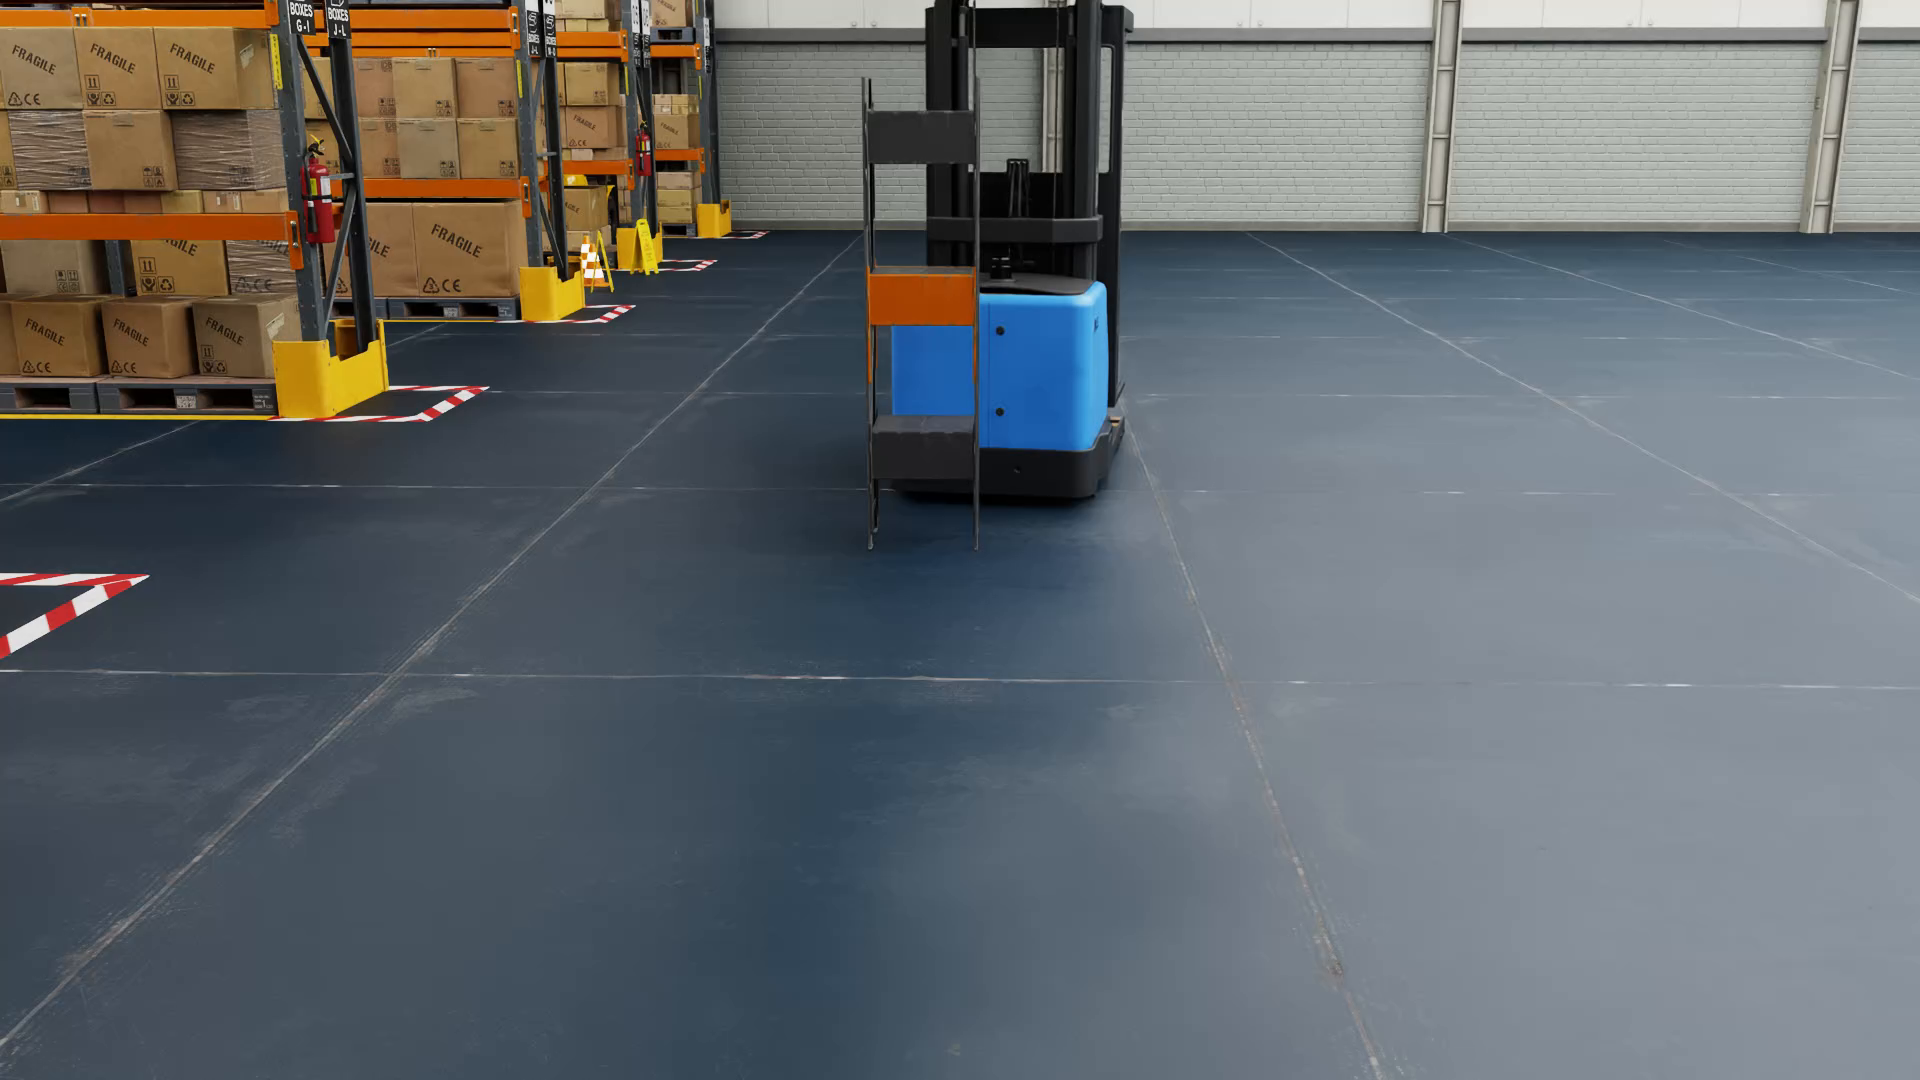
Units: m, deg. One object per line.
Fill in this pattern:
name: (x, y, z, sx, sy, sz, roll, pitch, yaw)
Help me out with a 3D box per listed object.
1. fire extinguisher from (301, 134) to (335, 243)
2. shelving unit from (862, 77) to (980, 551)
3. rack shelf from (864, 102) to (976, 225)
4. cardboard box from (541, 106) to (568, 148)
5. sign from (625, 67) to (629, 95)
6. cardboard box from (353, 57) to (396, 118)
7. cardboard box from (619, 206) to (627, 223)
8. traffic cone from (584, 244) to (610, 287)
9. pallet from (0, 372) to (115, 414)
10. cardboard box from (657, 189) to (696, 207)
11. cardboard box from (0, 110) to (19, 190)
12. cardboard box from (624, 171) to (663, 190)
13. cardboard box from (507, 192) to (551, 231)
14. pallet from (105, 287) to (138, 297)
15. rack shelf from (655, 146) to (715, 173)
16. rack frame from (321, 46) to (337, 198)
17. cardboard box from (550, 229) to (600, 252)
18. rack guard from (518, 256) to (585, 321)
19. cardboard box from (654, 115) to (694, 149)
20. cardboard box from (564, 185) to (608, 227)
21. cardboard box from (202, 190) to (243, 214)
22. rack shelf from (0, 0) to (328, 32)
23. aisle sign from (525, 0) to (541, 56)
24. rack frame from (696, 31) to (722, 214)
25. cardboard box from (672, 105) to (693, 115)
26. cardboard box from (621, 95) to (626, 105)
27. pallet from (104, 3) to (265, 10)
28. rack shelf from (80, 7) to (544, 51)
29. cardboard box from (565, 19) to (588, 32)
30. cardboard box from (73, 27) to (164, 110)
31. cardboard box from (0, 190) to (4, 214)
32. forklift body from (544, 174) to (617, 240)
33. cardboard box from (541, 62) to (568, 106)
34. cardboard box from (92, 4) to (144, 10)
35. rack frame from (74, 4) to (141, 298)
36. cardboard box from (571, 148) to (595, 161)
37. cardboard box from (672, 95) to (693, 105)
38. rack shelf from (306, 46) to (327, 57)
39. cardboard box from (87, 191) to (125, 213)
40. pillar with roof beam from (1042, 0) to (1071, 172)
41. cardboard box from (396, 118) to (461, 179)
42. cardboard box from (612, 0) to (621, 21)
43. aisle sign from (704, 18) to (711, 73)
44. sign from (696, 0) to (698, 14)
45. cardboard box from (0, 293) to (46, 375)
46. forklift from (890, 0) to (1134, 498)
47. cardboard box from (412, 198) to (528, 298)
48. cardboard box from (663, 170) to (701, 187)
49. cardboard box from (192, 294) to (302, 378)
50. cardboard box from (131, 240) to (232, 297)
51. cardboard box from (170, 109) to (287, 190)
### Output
fire extinguisher: (-4.100, -2.237, 10.592, 0.183, 0.674, 0.296, 0, 15, 1)
shelving unit: (-0.165, -1.016, 7.576, 0.503, 2.100, 0.431, 0, 15, 1)
rack shelf: (-0.165, -1.680, 7.401, 0.480, 0.518, 0.431, 0, 15, 1)
cardboard box: (-5.000, -5.050, 20.323, 0.500, 0.500, 0.500, 0, 15, 2)
sign: (-3.984, -5.492, 19.885, 0.005, 0.325, 0.100, 0, 15, 1)
cardboard box: (-5.454, -4.283, 15.782, 0.550, 0.550, 0.875, 0, 15, 1)
cardboard box: (-5.301, -4.993, 25.453, 0.500, 0.250, 0.500, 1, 15, 2)
traffic cone: (-4.101, -3.082, 18.616, 0.334, 0.463, 0.336, 0, 15, 1)
pallet: (-6.307, -1.068, 11.475, 1.213, 0.211, 1.003, 0, 15, 1)
cardboard box: (-4.321, -5.225, 25.351, 0.500, 0.250, 0.500, 0, 15, 1)
cardboard box: (-6.253, -2.589, 10.994, 0.500, 0.500, 0.875, 0, 15, 1)
cardboard box: (-4.806, -5.468, 25.294, 0.500, 0.250, 0.500, 1, 15, 2)
cardboard box: (-5.279, -4.098, 20.588, 0.500, 0.500, 0.500, 1, 15, 4)
pallet: (-8.747, -2.321, 16.223, 1.213, 0.211, 1.003, 0, 15, 1)
rack shelf: (-5.826, -5.851, 25.549, 4.000, 0.370, 1.077, 0, 15, 1)
rack frame: (-7.949, -4.946, 20.708, 0.127, 3.000, 1.000, 0, 15, 1)
cardboard box: (-4.789, -3.731, 20.667, 0.500, 0.250, 0.500, 0, 15, 1)
rack guard: (-3.951, -2.449, 16.141, 0.348, 0.500, 1.175, 0, 15, 1)
cardboard box: (-4.326, -6.171, 25.153, 0.500, 0.500, 0.500, 0, 15, 0)
cardboard box: (-4.773, -4.232, 21.098, 0.500, 0.500, 0.500, 0, 15, 0)
cardboard box: (-4.743, -2.223, 10.877, 0.250, 0.149, 0.380, 0, 15, 1)
rack shelf: (-6.202, -3.509, 10.789, 4.000, 0.370, 1.077, 0, 15, 1)
aisle sign: (-3.912, -4.837, 15.199, 0.004, 0.787, 0.394, 0, 15, 1)
rack frame: (-3.827, -6.186, 25.408, 0.127, 3.000, 1.000, 0, 15, 1)
cardboard box: (-4.181, -6.479, 25.050, 0.250, 0.149, 0.380, 1, 15, 2)
cardboard box: (-4.947, -6.650, 25.114, 0.250, 0.149, 0.380, 0, 15, 2)
pallet: (-7.156, -5.083, 15.519, 1.213, 0.211, 1.003, 0, 15, 1)
rack shelf: (-5.975, -4.773, 15.581, 4.000, 0.370, 1.077, 0, 15, 1)
cardboard box: (-4.563, -6.173, 19.972, 0.250, 0.149, 0.380, 0, 15, 2)
cardboard box: (-5.259, -3.011, 10.634, 0.500, 0.500, 0.500, 0, 15, 1)
cardboard box: (-6.244, -2.223, 10.879, 0.250, 0.149, 0.380, 0, 15, 1)
forklift body: (-5.769, -5.323, 23.799, 1.214, 2.155, 2.313, 0, 15, 1)
cardboard box: (-4.972, -5.549, 20.253, 0.500, 0.500, 0.700, 1, 15, 2)
cardboard box: (-10.422, -6.470, 20.401, 0.637, 0.503, 0.797, 0, 15, 1)
rack frame: (-7.974, -3.683, 15.921, 0.127, 3.000, 1.000, 0, 15, 1)
cardboard box: (-4.585, -4.720, 20.343, 0.250, 0.149, 0.380, 0, 15, 1)
cardboard box: (-4.190, -6.641, 25.079, 0.250, 0.149, 0.380, 0, 15, 2)
rack shelf: (-9.948, -6.062, 20.467, 4.000, 0.370, 1.077, 0, 15, 1)
cardboard box: (-5.493, -2.229, 10.901, 0.250, 0.149, 0.380, 0, 15, 1)
pillar with roof beam: (1.388, -8.184, 21.221, 0.400, 9.000, 9.100, 0, 15, 1)
cardboard box: (-4.898, -3.719, 15.761, 0.550, 0.550, 0.875, 0, 15, 1)
cardboard box: (-4.446, -6.513, 20.478, 0.500, 0.250, 0.500, 0, 15, 0)
aisle sign: (-3.769, -7.368, 24.790, 0.004, 0.787, 0.394, 0, 15, 1)
sign: (-3.855, -7.888, 24.398, 0.005, 0.325, 0.100, 0, 15, 1)
cardboard box: (-6.608, -1.415, 11.400, 0.500, 0.500, 0.500, -1, 15, -4)
forklift: (0.395, -1.958, 9.515, 1.130, 2.935, 3.031, 2, 15, 9)
cardboard box: (-4.655, -2.821, 15.993, 0.875, 0.875, 0.875, 0, 15, 2)
cardboard box: (-4.303, -5.595, 25.772, 0.500, 0.250, 0.500, 0, 15, 1)
cardboard box: (-4.827, -1.396, 11.327, 0.500, 0.500, 0.500, 3, 15, 12)
cardboard box: (-7.347, -2.837, 16.055, 0.875, 0.875, 0.875, 1, 15, 2)
cardboard box: (-4.752, -2.596, 11.020, 0.500, 0.500, 0.875, 0, 15, 1)
